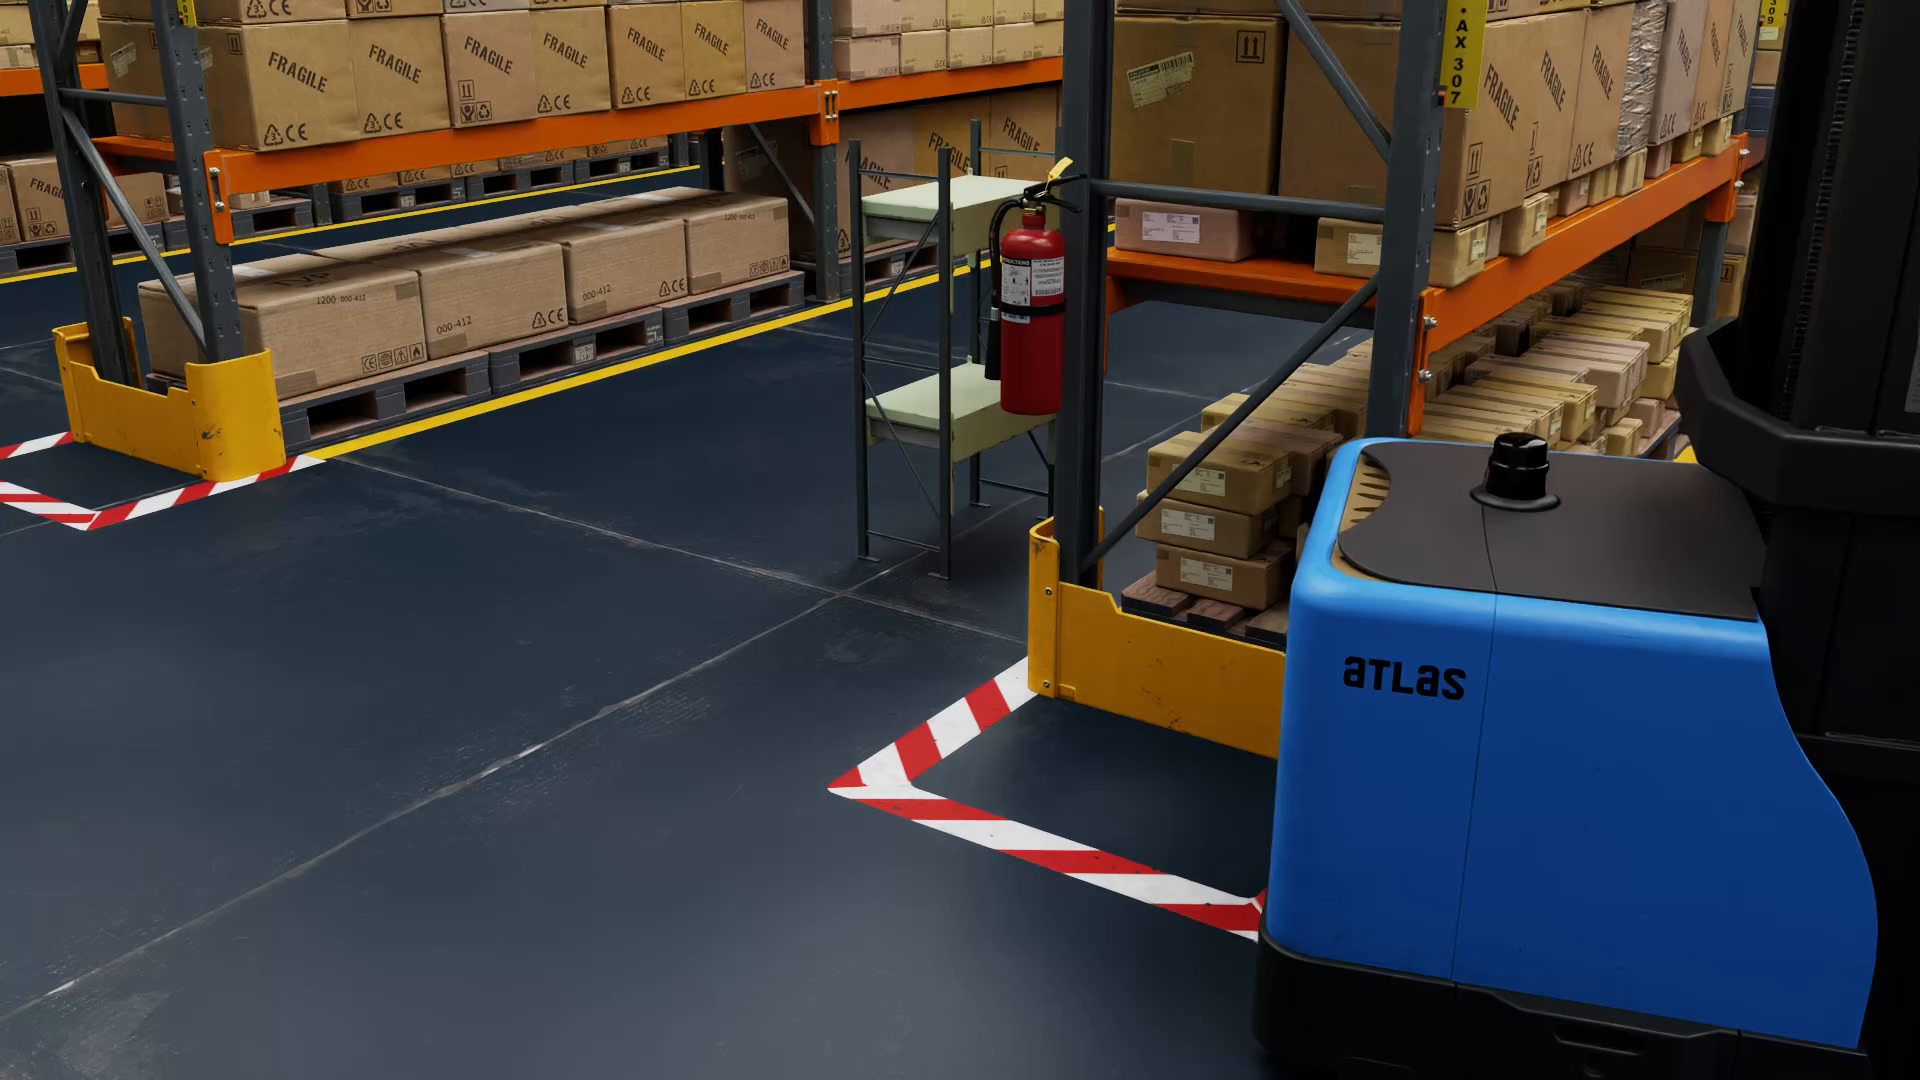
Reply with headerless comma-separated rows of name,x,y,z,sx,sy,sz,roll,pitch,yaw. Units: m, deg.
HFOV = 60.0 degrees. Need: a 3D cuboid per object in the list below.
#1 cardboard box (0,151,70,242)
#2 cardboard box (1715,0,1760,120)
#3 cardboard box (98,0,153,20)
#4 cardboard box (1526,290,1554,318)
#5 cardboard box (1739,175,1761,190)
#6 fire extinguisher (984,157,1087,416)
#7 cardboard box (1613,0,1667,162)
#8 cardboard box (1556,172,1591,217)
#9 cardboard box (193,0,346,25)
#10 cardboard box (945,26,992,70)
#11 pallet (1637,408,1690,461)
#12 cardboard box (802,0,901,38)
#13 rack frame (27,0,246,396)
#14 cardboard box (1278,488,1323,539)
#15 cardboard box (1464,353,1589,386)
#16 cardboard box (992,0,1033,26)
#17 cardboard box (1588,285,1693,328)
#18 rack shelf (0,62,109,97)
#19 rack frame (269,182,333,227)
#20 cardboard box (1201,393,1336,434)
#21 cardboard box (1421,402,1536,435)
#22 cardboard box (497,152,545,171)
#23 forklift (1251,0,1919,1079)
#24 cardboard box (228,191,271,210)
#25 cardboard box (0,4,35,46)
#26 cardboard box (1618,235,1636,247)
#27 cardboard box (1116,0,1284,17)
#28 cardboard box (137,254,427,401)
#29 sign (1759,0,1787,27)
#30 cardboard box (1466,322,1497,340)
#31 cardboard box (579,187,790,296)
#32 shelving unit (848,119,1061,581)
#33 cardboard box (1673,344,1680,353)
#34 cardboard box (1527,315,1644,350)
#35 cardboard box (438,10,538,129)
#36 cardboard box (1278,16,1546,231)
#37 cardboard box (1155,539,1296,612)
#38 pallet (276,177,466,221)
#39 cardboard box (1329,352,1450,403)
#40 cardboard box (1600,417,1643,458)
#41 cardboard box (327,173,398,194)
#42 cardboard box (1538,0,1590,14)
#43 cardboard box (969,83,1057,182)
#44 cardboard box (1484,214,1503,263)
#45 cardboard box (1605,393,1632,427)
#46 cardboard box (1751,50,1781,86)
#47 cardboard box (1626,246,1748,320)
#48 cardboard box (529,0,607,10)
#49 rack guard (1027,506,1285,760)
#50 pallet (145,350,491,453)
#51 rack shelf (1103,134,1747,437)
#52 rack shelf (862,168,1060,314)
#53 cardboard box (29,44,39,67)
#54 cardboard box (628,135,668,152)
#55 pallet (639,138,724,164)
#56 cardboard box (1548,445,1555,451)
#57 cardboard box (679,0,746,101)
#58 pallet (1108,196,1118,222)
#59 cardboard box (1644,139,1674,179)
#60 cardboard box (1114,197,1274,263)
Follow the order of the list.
cardboard box,-6.226,-2.325,11.223,0.500,0.500,0.500,14,24,33
cardboard box,2.927,-2.010,6.802,0.500,0.500,0.500,13,24,32
cardboard box,-3.360,-2.507,7.133,0.500,0.500,0.500,14,25,34
cardboard box,2.397,-1.030,7.374,0.380,0.149,0.250,15,25,34
cardboard box,3.897,-1.708,8.474,0.500,0.250,0.500,14,25,33
fire extinguisher,0.194,-0.676,4.419,0.296,0.674,0.183,13,24,32
cardboard box,2.045,-1.575,5.627,0.500,0.500,0.500,13,24,30
cardboard box,1.842,-1.168,5.462,0.380,0.149,0.250,13,24,31
cardboard box,-2.928,-2.404,6.855,0.500,0.500,0.500,13,24,31
cardboard box,-0.129,-3.251,10.946,0.500,0.250,0.500,13,24,31
pallet,2.617,-0.510,7.340,1.003,0.211,1.213,13,24,32
cardboard box,-0.705,-3.189,10.059,0.500,0.250,0.500,12,24,30
rack frame,-3.434,-1.806,6.824,1.000,3.000,0.127,13,24,32
cardboard box,0.969,-0.141,5.397,0.380,0.149,0.250,13,24,31
cardboard box,2.078,-0.565,6.115,0.380,0.149,0.250,13,24,32
cardboard box,0.154,-3.629,11.249,0.500,0.250,0.500,12,24,30
cardboard box,2.981,-1.004,7.301,0.380,0.149,0.250,14,25,33
rack shelf,-6.417,-3.010,11.114,1.077,0.370,4.000,13,24,32
rack frame,-5.292,-3.921,12.541,1.000,3.000,0.127,13,24,32
cardboard box,1.034,-0.370,5.588,0.380,0.149,0.250,13,24,31
cardboard box,1.667,-0.330,5.480,0.380,0.149,0.250,12,23,29
cardboard box,-3.962,-3.485,14.360,0.500,0.500,0.500,12,24,30
forklift,2.167,-0.306,2.867,3.031,2.935,1.130,6,21,16
cardboard box,-5.363,-2.564,12.376,0.380,0.149,0.250,12,24,30
cardboard box,-6.228,-3.362,10.817,0.500,0.250,0.500,13,24,30
cardboard box,3.175,-1.657,8.337,0.500,0.250,0.500,13,24,30
cardboard box,0.769,-1.705,4.536,0.500,0.500,0.500,13,24,31
cardboard box,-3.145,-1.010,7.760,0.875,0.438,0.875,12,24,30
sign,3.419,-2.320,6.965,0.100,0.325,0.005,13,24,32
cardboard box,1.957,-0.812,6.783,0.380,0.149,0.250,14,24,33
cardboard box,-1.627,-1.790,9.868,0.875,0.438,0.875,13,24,31
shelving unit,0.004,-0.705,6.010,0.431,1.500,0.755,13,24,32
cardboard box,2.910,-0.784,7.137,0.380,0.149,0.250,12,23,29
cardboard box,2.526,-0.790,6.725,0.380,0.149,0.250,14,25,34
cardboard box,-2.364,-2.228,7.820,0.500,0.500,0.500,13,24,32
cardboard box,1.198,-1.131,4.426,0.500,0.500,0.500,15,25,34
cardboard box,0.840,0.079,5.233,0.380,0.149,0.250,14,24,33
pallet,-4.866,-2.854,13.676,1.003,0.211,1.213,13,24,32
cardboard box,1.577,-0.574,6.139,0.380,0.149,0.250,12,24,30
cardboard box,2.445,-0.401,6.530,0.380,0.149,0.250,13,24,32
cardboard box,-4.834,-3.040,13.158,0.500,0.500,0.500,15,25,34
cardboard box,1.467,-1.748,4.653,0.500,0.500,0.500,14,25,33
cardboard box,0.102,-2.865,12.144,0.875,0.875,0.875,14,24,32
cardboard box,1.279,-0.862,4.634,0.380,0.149,0.250,14,25,34
cardboard box,2.424,-0.574,6.569,0.380,0.149,0.250,14,24,33
cardboard box,3.567,-2.120,7.429,0.380,0.149,0.250,12,23,29
cardboard box,3.600,-1.202,8.190,0.500,0.500,0.500,14,25,34
cardboard box,-2.081,-2.846,8.051,0.500,0.500,0.500,13,24,32
rack guard,0.760,0.281,4.785,1.175,0.500,0.348,13,24,32
pallet,-3.049,-0.743,7.969,1.003,0.211,1.213,13,24,32
rack shelf,1.841,-1.106,5.969,1.077,0.370,4.000,13,24,32
rack shelf,0.004,-1.071,5.875,0.431,0.370,0.720,13,24,32
cardboard box,-6.145,-3.223,11.017,0.380,0.149,0.250,13,24,32
cardboard box,-3.104,-3.930,15.563,0.500,0.500,0.500,14,25,33
pallet,-2.549,-3.989,16.745,1.003,0.211,1.213,13,24,32
cardboard box,1.912,-0.357,5.983,0.380,0.149,0.250,15,25,35
cardboard box,-1.519,-2.669,9.013,0.500,0.500,0.500,13,24,31
pallet,0.558,-2.582,12.942,1.003,0.211,1.213,13,24,32
cardboard box,2.451,-1.459,6.248,0.380,0.149,0.250,12,23,30
cardboard box,0.667,-0.901,4.738,0.380,0.149,0.250,13,24,32
